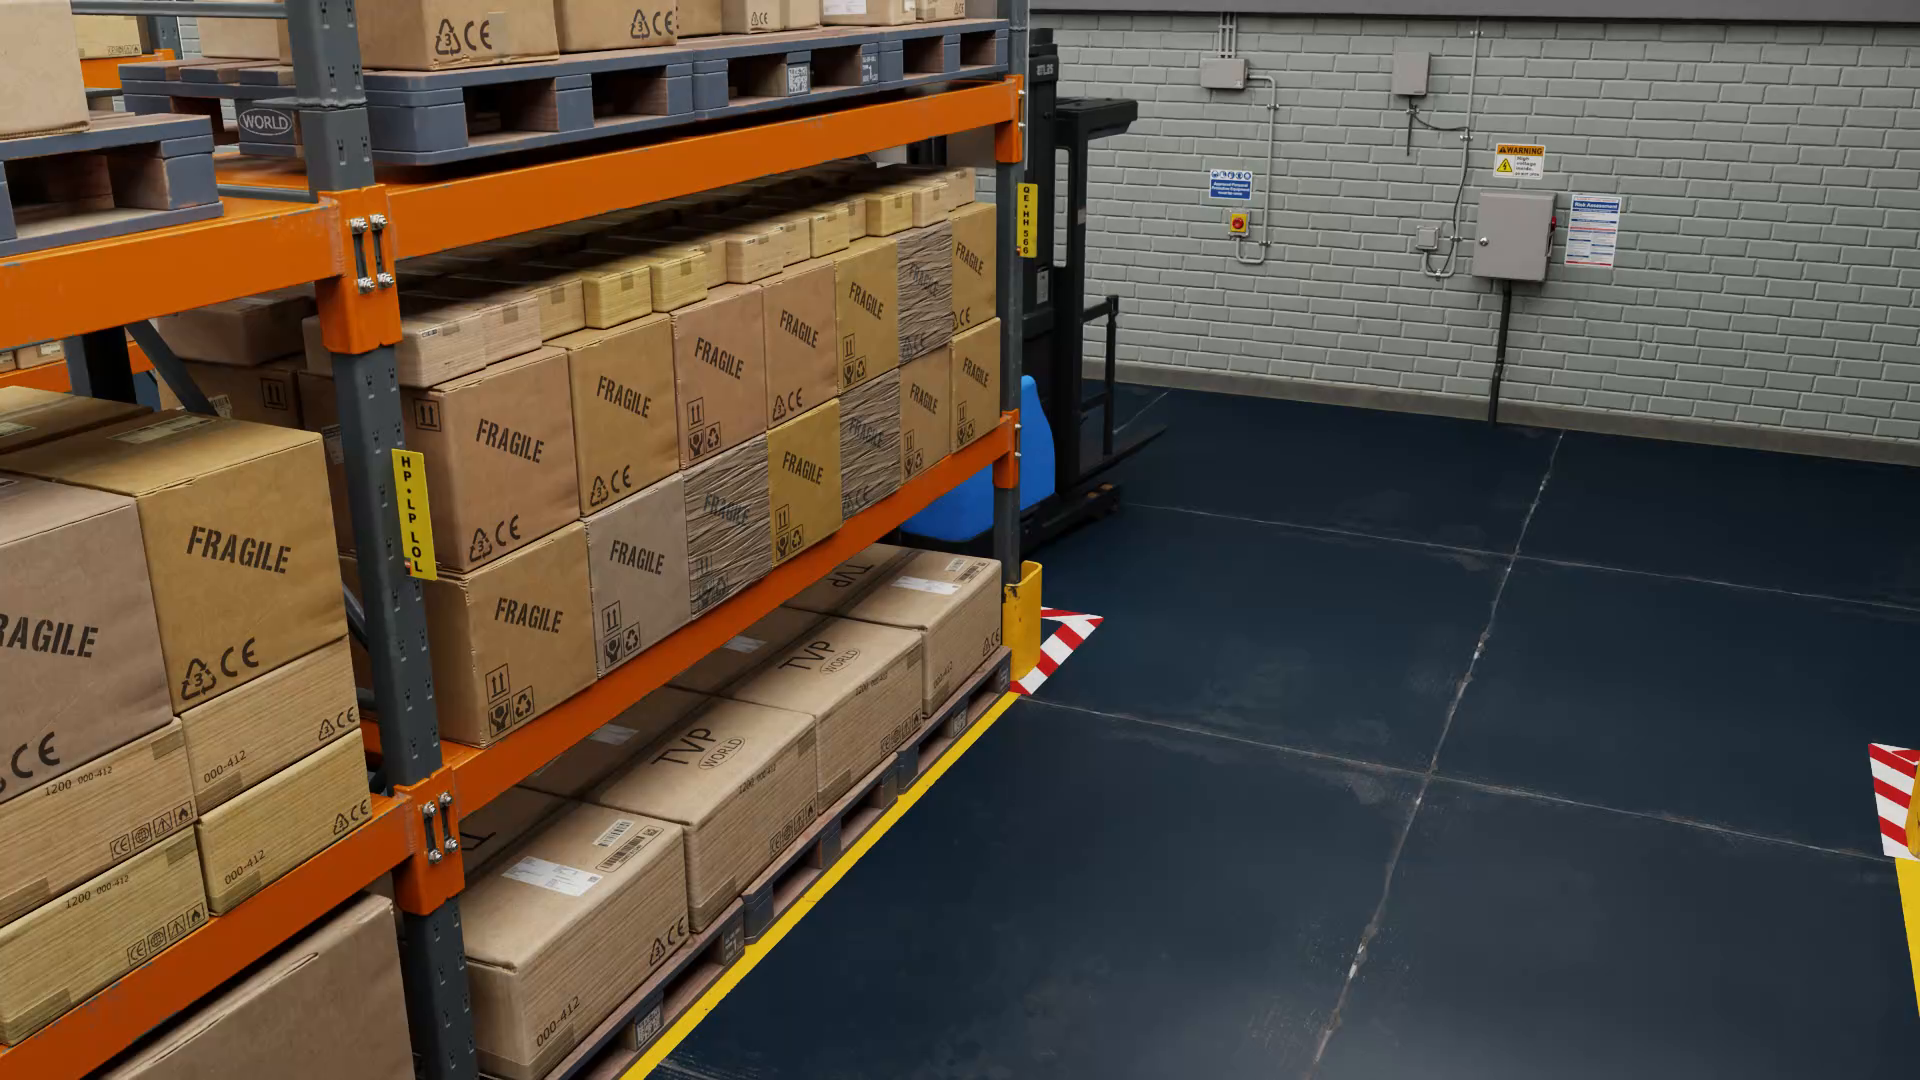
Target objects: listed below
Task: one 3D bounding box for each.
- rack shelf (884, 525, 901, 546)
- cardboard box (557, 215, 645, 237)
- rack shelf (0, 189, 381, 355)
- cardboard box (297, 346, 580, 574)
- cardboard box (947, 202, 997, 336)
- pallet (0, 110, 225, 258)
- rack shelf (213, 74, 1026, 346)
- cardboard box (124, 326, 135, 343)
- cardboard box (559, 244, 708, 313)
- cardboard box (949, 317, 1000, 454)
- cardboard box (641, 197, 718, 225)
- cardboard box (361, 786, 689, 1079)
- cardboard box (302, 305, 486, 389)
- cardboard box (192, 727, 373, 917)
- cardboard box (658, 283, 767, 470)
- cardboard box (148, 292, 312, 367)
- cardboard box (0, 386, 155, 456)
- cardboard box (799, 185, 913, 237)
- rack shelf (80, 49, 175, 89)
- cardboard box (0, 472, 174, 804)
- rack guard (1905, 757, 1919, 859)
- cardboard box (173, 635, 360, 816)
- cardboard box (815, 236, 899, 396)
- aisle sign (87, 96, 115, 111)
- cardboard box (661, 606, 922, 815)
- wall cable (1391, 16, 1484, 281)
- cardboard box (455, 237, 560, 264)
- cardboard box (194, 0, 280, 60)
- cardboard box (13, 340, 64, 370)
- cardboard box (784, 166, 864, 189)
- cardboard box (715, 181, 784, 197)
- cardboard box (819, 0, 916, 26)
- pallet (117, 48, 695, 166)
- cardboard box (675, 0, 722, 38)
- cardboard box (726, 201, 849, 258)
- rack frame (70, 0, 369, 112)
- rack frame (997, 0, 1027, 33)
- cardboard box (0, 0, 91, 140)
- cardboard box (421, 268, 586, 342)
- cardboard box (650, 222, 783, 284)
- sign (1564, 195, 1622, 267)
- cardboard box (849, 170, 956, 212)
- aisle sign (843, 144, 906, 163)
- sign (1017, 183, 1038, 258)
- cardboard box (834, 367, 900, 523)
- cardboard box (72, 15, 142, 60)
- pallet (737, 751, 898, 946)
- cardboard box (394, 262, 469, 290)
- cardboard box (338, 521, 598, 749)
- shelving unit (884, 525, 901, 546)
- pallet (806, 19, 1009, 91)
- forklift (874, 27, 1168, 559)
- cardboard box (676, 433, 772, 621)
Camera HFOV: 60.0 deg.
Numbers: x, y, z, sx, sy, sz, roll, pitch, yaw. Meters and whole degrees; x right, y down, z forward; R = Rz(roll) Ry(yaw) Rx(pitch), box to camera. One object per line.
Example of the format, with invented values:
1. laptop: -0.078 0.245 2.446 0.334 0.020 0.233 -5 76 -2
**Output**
1. rack shelf: -0.634 -0.028 9.028 0.431 0.518 0.480 12 24 31
2. cardboard box: -1.327 -1.045 5.820 0.380 0.149 0.250 9 21 23
3. rack shelf: -2.650 -0.087 2.333 1.077 0.370 4.000 9 21 23
4. cardboard box: -1.415 -0.254 4.565 0.500 0.500 0.500 9 21 23
5. cardboard box: -0.173 -1.185 7.182 0.500 0.500 0.500 9 22 24
6. pallet: -2.161 -0.660 3.156 0.805 0.209 1.217 8 21 21
7. rack shelf: -1.012 -1.309 5.771 1.077 0.370 4.000 9 21 23
8. cardboard box: -4.762 -1.167 9.149 0.380 0.149 0.250 9 21 23
9. cardboard box: -1.016 -0.818 5.182 0.380 0.149 0.250 8 21 21
10. cardboard box: -0.149 -0.710 7.339 0.500 0.500 0.500 9 21 23
11. cardboard box: -1.136 -1.205 6.271 0.380 0.149 0.250 9 21 23
12. cardboard box: -1.476 1.209 5.291 0.875 0.438 0.875 8 21 22
13. cardboard box: -1.465 -0.508 4.312 0.380 0.149 0.250 8 21 22
14. cardboard box: -1.785 0.619 3.976 0.500 0.250 0.500 8 21 21
15. cardboard box: -0.982 -0.563 5.433 0.500 0.500 0.500 9 21 24
16. cardboard box: -1.995 -0.585 4.528 0.380 0.149 0.250 8 21 22
17. cardboard box: -2.273 -0.047 3.982 0.500 0.500 0.500 9 21 23
18. cardboard box: -0.409 -1.290 6.511 0.380 0.149 0.250 9 22 24
19. rack shelf: -5.569 -1.958 7.594 1.077 0.370 4.000 9 21 23
20. cardboard box: -1.990 0.188 3.321 0.500 0.500 0.500 9 21 24
21. rack guard: 4.306 1.035 6.314 1.175 0.500 0.348 9 21 23
22. cardboard box: -1.790 0.380 3.902 0.500 0.250 0.500 9 21 23
23. cardboard box: -0.566 -0.870 6.297 0.500 0.500 0.500 8 21 22
24. aisle sign: -4.994 -2.783 9.438 0.394 0.787 0.004 9 21 23
25. cardboard box: -0.739 0.659 6.835 0.875 0.438 0.875 9 22 24
26. wall cable: 3.393 -2.861 12.021 0.588 1.984 0.122 9 21 23
27. cardboard box: -1.520 -0.887 5.377 0.380 0.149 0.250 8 21 22
28. cardboard box: -1.861 -1.458 4.539 0.396 0.266 0.258 9 22 24
29. cardboard box: -4.934 -1.007 8.699 0.380 0.149 0.250 9 22 24
30. cardboard box: -0.633 -1.510 7.128 0.380 0.149 0.250 9 22 24
31. cardboard box: -0.936 -1.363 6.716 0.380 0.149 0.250 8 21 21
32. cardboard box: -0.394 -2.097 6.512 0.380 0.149 0.250 7 21 19
33. pallet: -1.486 -1.244 4.645 1.003 0.211 1.213 9 21 23
34. cardboard box: -1.155 -1.956 5.591 0.500 0.500 0.500 9 21 24
35. cardboard box: -0.630 -1.135 6.075 0.380 0.149 0.250 9 22 24
36. rack frame: -1.831 -2.450 3.429 1.000 3.000 0.127 9 21 23
37. rack frame: -0.193 -3.673 6.867 1.000 3.000 0.127 9 21 23
38. cardboard box: -2.000 -0.895 3.037 0.500 0.311 0.500 9 21 23
39. cardboard box: -1.308 -0.673 4.775 0.380 0.149 0.250 8 21 22
40. cardboard box: -0.824 -0.971 5.614 0.380 0.149 0.250 9 21 23
41. sign: 4.487 -2.191 11.795 0.329 0.494 0.001 9 21 23
42. cardboard box: -0.239 -1.452 6.966 0.380 0.149 0.250 9 21 24
43. aisle sign: -0.428 -2.133 7.610 0.394 0.787 0.004 9 21 23
44. sign: 0.296 -1.425 7.417 0.100 0.325 0.005 9 21 23
45. cardboard box: -0.570 -0.400 6.467 0.500 0.500 0.500 9 22 24
46. cardboard box: -4.695 -2.662 8.724 0.500 0.250 0.500 8 21 22
47. pallet: -0.950 1.094 6.577 1.003 0.211 1.213 9 21 23
48. cardboard box: -1.677 -0.726 4.924 0.380 0.149 0.250 9 21 23
49. cardboard box: -1.400 0.222 4.719 0.500 0.500 0.500 9 22 24
50. shelving unit: -0.641 -0.696 8.779 0.431 2.100 0.503 12 24 31
51. pallet: -0.487 -1.990 6.743 1.003 0.211 1.213 9 21 23
52. forklift: 0.363 -1.586 10.055 1.130 2.935 3.031 12 23 30
53. cardboard box: -0.981 -0.083 5.575 0.500 0.500 0.500 9 21 23
